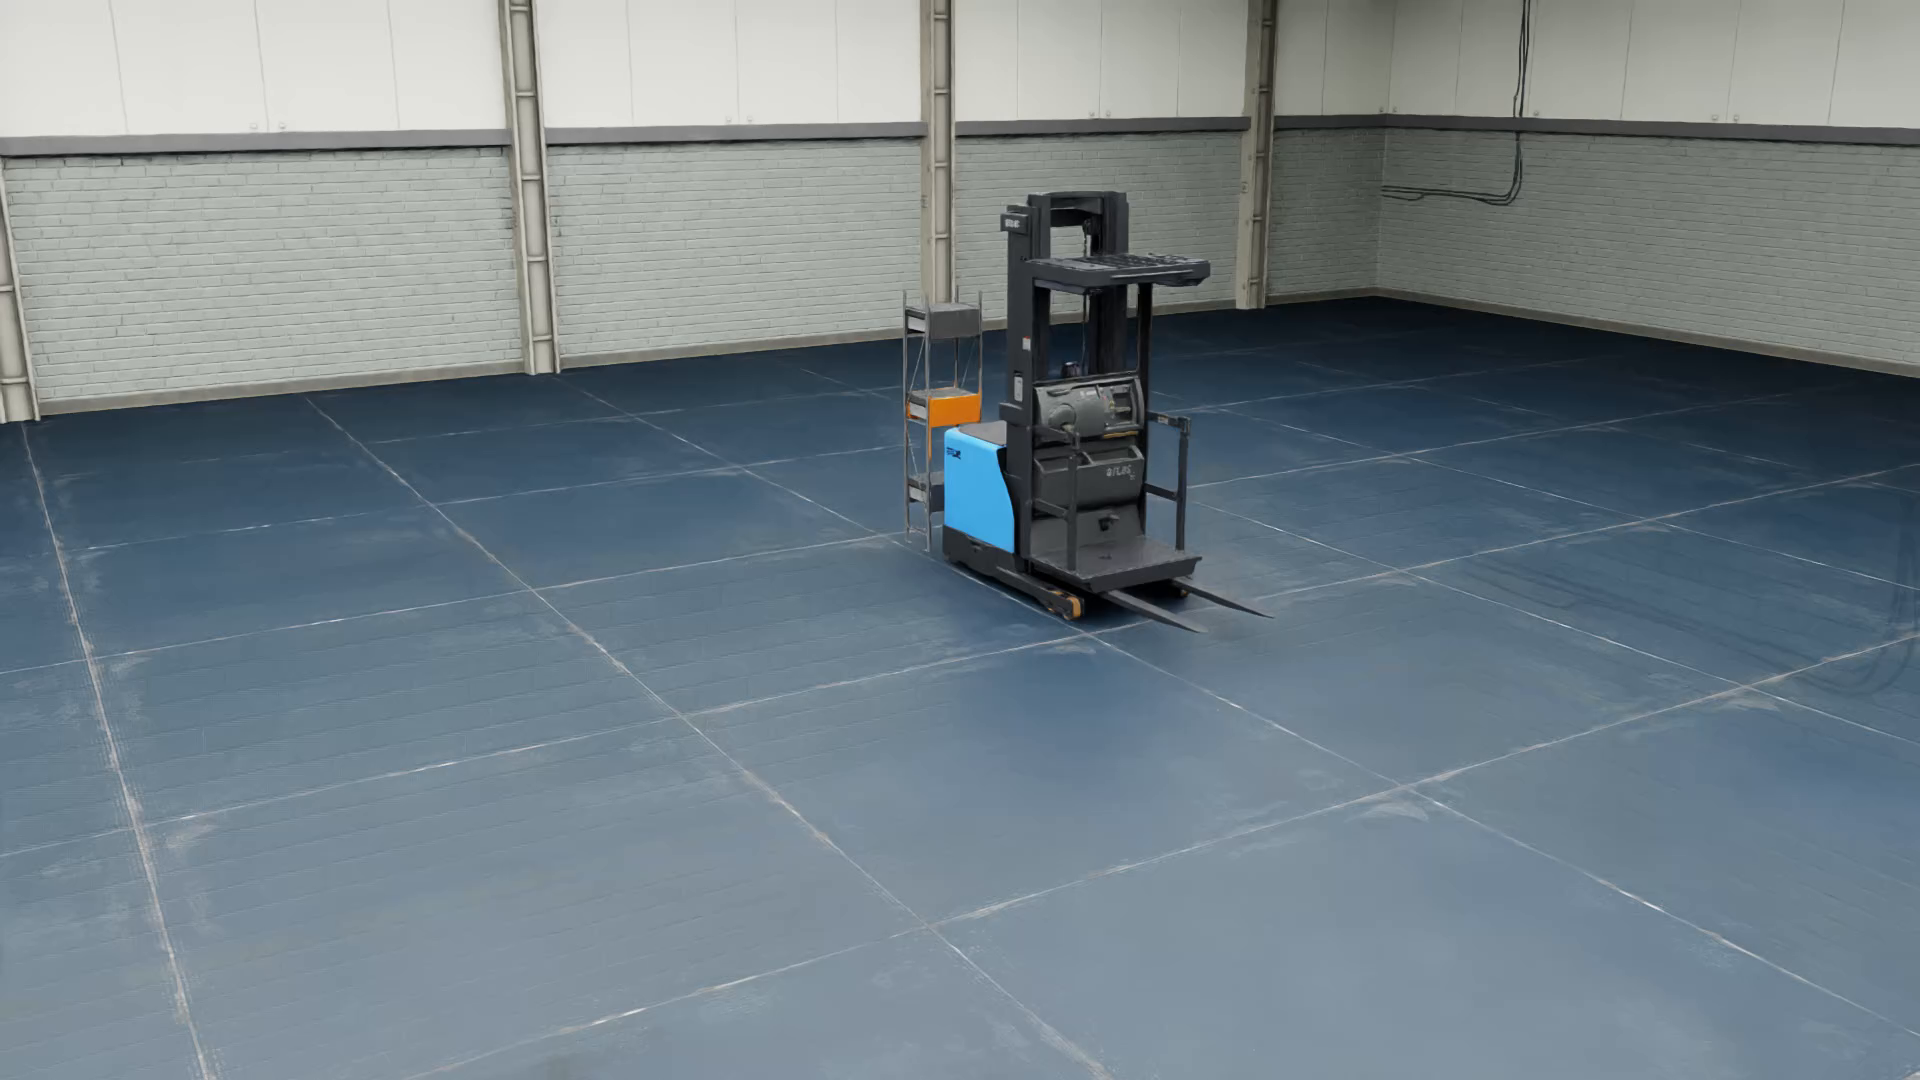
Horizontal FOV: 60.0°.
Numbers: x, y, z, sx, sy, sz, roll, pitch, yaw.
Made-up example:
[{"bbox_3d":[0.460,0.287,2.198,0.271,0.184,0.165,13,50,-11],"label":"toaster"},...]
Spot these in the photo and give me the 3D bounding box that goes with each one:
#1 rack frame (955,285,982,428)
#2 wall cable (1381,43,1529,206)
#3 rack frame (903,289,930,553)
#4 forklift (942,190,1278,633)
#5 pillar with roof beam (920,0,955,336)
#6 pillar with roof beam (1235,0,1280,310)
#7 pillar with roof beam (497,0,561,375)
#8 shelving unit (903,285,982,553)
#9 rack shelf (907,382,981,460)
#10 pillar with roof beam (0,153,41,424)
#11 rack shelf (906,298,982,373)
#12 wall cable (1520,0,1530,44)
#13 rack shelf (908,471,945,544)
[{"bbox_3d":[0.067,-1.022,13.665,0.015,2.100,0.400,-9,18,-30],"label":"rack frame"},{"bbox_3d":[8.030,-6.804,27.263,0.112,2.526,3.097,-9,18,-30],"label":"wall cable"},{"bbox_3d":[-0.351,-0.954,13.423,0.015,2.100,0.400,-9,18,-30],"label":"rack frame"},{"bbox_3d":[1.068,-0.982,11.984,1.130,2.935,3.031,-10,18,-31],"label":"forklift"},{"bbox_3d":[1.898,-6.365,19.946,0.400,9.000,9.100,-9,18,-30],"label":"pillar with roof beam"},{"bbox_3d":[7.041,-7.199,22.921,0.400,9.000,9.100,-9,18,-30],"label":"pillar with roof beam"},{"bbox_3d":[-3.245,-5.531,16.970,0.400,9.000,9.100,-9,18,-30],"label":"pillar with roof beam"},{"bbox_3d":[-0.142,-0.988,13.544,0.503,2.100,0.431,-9,18,-30],"label":"shelving unit"},{"bbox_3d":[-0.142,-0.975,13.548,0.480,0.518,0.431,-9,18,-30],"label":"rack shelf"},{"bbox_3d":[-8.388,-4.697,13.995,0.400,9.000,9.100,-9,18,-30],"label":"pillar with roof beam"},{"bbox_3d":[-0.142,-1.649,13.359,0.480,0.518,0.431,-9,18,-30],"label":"rack shelf"},{"bbox_3d":[9.423,-8.610,24.348,0.112,2.526,3.097,-9,18,-30],"label":"wall cable"},{"bbox_3d":[-0.142,-0.301,13.737,0.480,0.518,0.431,-9,18,-30],"label":"rack shelf"}]
